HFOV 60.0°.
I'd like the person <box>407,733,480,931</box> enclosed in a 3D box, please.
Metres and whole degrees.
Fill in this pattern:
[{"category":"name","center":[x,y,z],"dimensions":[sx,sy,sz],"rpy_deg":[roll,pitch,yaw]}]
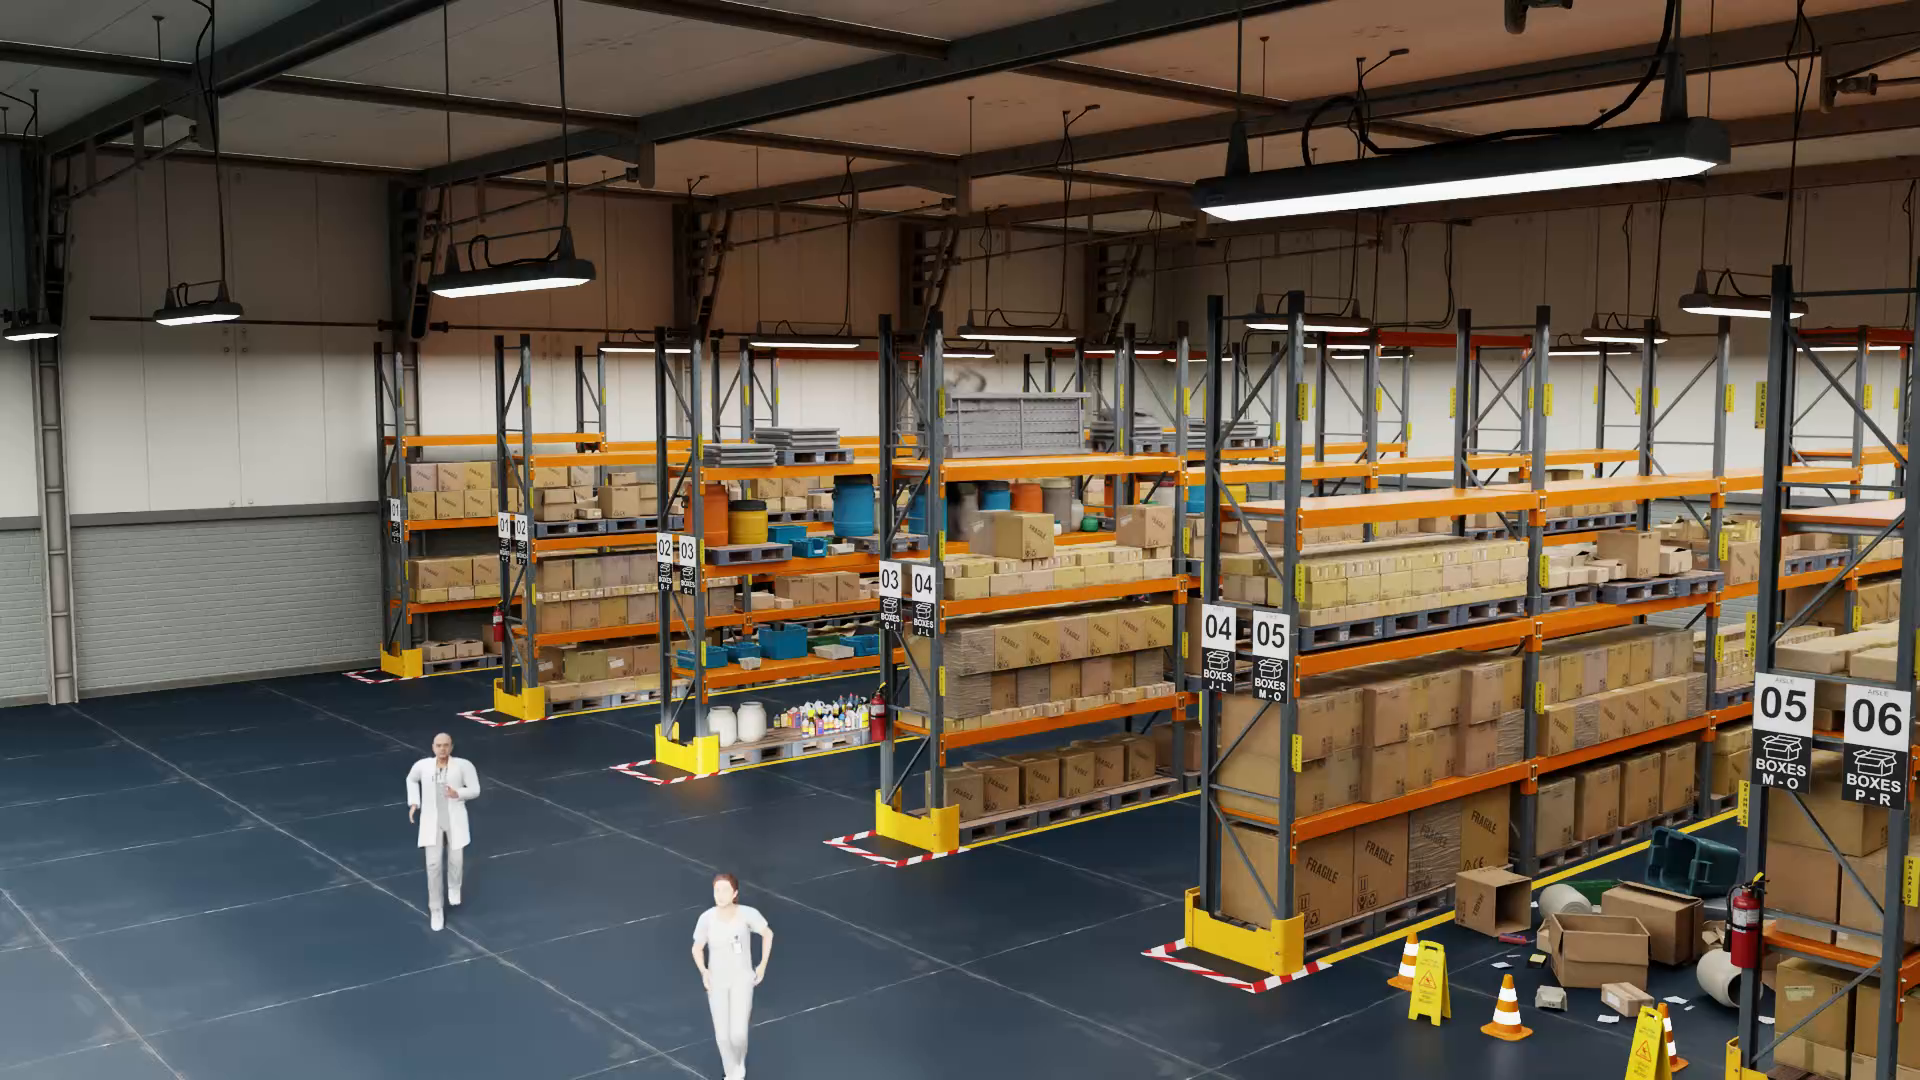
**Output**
[{"category":"person","center":[-5.035,2.781,16.238],"dimensions":[0.686,1.810,0.987],"rpy_deg":[-2,5,-17]}]

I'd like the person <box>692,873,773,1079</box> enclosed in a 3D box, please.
[{"category":"person","center":[-1.679,3.249,12.152],"dimensions":[0.578,1.628,0.537],"rpy_deg":[0,5,2]}]
